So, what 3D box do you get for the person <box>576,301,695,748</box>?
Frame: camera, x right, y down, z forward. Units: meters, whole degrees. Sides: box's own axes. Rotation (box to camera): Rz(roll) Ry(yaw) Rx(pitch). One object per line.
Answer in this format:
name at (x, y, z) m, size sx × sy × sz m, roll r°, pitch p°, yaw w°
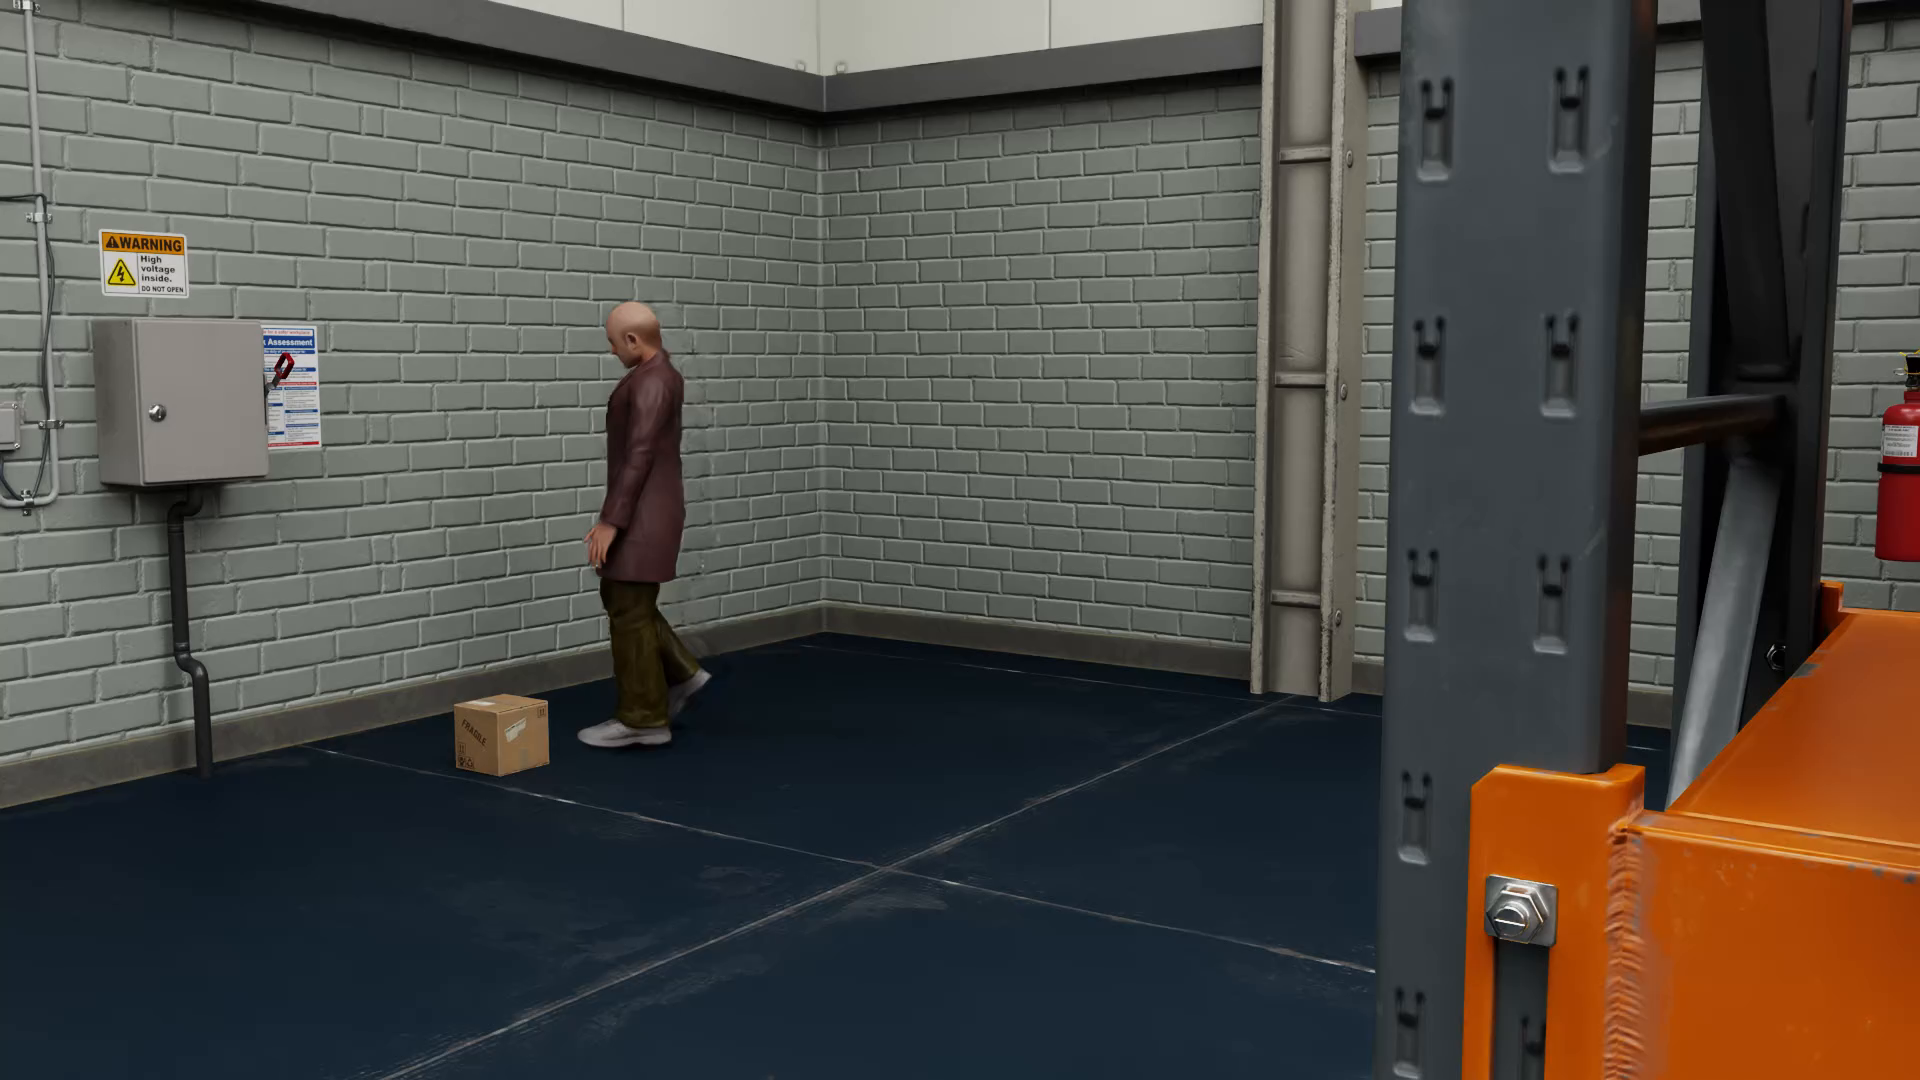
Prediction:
person at (-1.319, -0.050, 6.722) m, size 0.443 × 1.809 × 0.644 m, roll -1°, pitch 6°, yaw -6°
